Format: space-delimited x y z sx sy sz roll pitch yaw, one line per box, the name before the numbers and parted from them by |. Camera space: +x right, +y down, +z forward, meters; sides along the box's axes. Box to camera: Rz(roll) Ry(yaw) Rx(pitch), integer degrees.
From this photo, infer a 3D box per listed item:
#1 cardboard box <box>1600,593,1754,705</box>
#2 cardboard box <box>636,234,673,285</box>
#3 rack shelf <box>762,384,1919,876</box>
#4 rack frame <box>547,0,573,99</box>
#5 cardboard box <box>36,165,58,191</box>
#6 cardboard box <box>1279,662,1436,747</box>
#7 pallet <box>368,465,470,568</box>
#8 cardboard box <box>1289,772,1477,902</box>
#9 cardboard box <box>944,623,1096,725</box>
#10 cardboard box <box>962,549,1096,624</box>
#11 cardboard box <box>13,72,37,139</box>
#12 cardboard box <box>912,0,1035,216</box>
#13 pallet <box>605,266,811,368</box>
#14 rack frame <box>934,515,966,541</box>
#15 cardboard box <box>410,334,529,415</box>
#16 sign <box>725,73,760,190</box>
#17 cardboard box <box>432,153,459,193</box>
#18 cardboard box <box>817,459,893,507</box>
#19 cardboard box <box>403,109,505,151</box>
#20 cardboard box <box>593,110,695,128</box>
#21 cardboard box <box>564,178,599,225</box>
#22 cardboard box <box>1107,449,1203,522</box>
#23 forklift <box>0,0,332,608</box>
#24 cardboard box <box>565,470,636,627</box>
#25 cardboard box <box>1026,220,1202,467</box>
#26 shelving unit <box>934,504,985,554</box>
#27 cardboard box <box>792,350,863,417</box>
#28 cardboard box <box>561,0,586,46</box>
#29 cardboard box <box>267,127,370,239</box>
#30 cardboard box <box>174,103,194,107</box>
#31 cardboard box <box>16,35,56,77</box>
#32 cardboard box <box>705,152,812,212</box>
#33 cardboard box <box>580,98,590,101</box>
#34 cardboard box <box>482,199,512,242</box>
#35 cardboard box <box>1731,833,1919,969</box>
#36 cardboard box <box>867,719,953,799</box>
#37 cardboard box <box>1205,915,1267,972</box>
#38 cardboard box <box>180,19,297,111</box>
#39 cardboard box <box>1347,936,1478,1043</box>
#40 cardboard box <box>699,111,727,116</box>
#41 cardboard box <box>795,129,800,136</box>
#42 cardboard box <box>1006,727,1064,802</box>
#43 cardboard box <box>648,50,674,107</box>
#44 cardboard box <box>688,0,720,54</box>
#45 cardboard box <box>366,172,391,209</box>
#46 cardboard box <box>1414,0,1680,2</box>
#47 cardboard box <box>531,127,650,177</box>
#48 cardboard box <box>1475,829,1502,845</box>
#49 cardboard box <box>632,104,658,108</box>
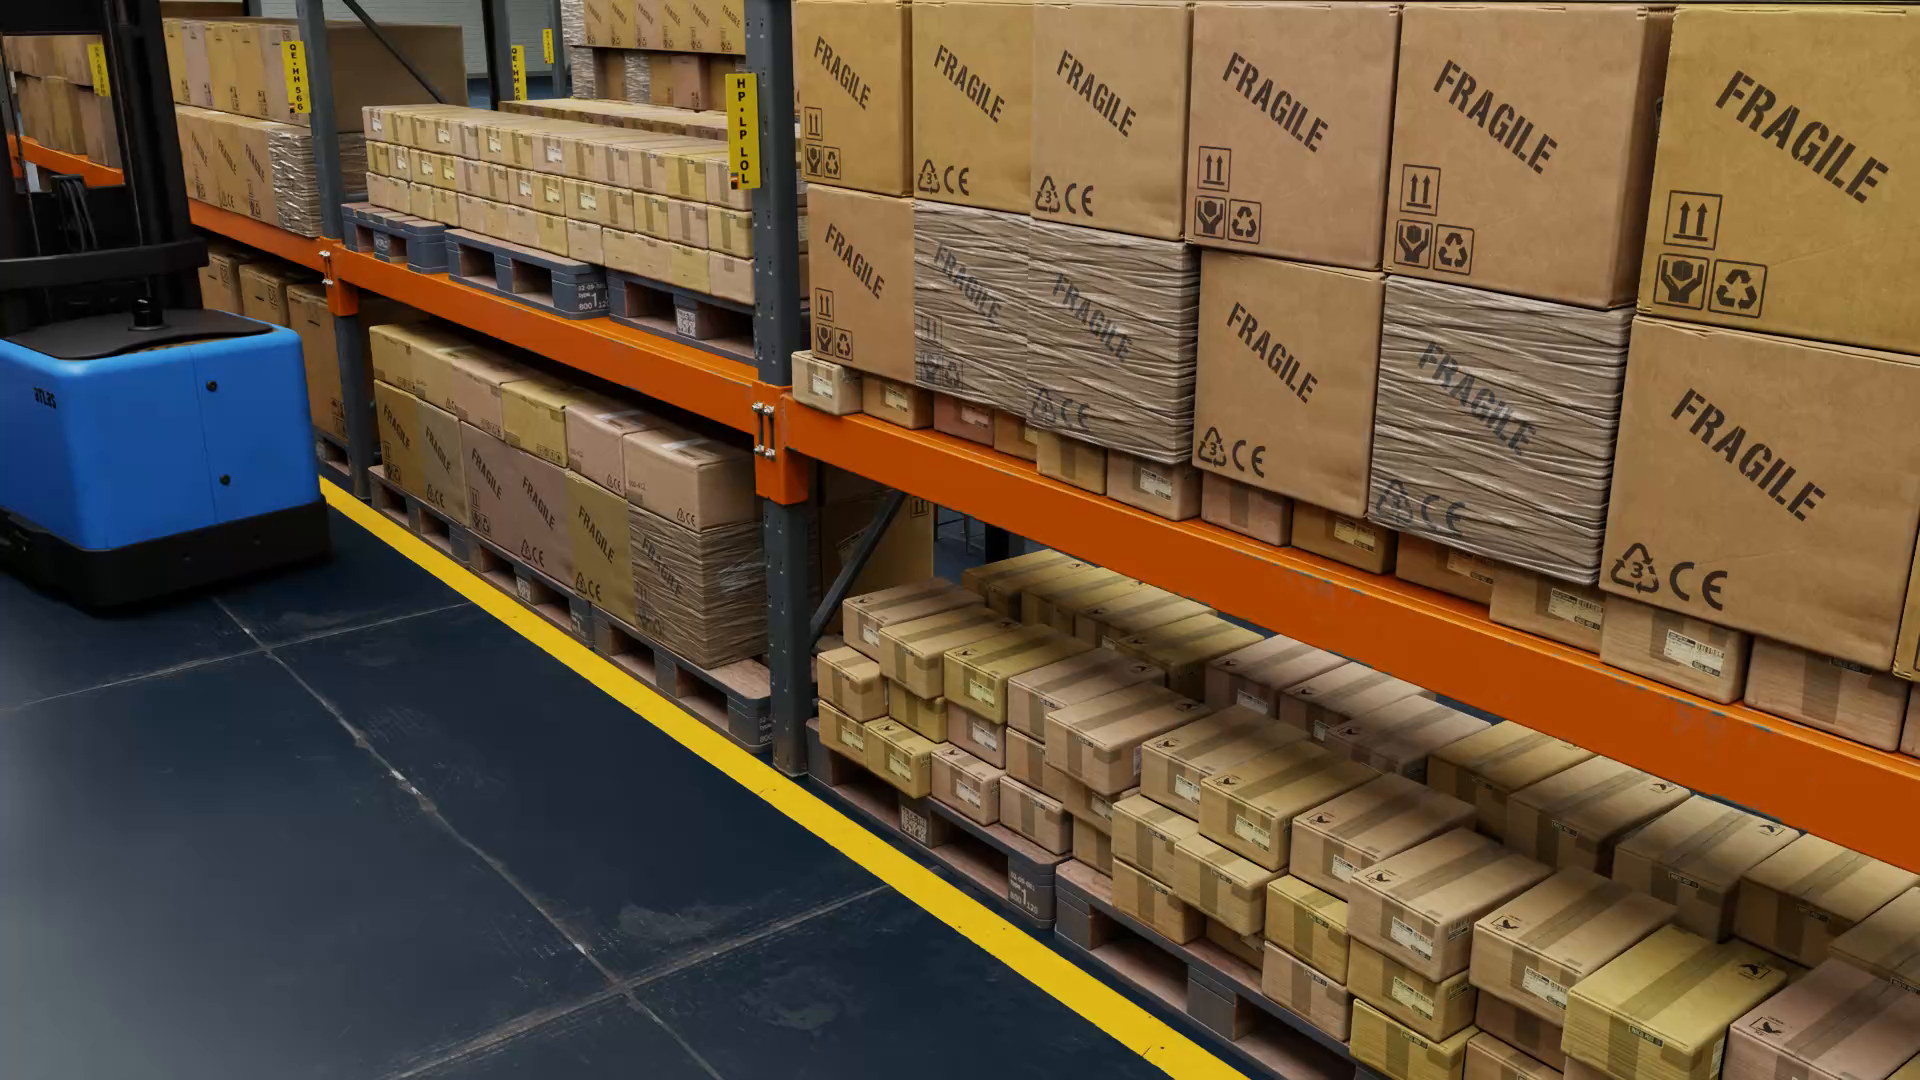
cardboard box | 1.394 0.150 3.037 0.380 0.149 0.250 -13 22 -35
cardboard box | -0.913 -1.009 5.869 0.380 0.149 0.250 -14 23 -36
rack shelf | 1.045 0.090 3.962 1.077 0.370 4.000 -14 23 -36
rack frame | -3.696 -4.644 17.116 1.000 3.000 0.127 -14 23 -36
cardboard box | -7.174 -2.737 14.070 0.875 0.875 0.875 -14 23 -36
cardboard box | 1.096 0.472 4.587 0.380 0.149 0.250 -15 24 -38
pallet | -2.196 -0.213 8.170 1.003 0.211 1.213 -14 23 -36
cardboard box | 0.990 0.702 3.891 0.380 0.149 0.250 -15 23 -38
cardboard box | 0.175 0.385 4.848 0.380 0.149 0.250 -14 23 -37
cardboard box | 0.229 0.165 5.515 0.380 0.149 0.250 -13 22 -35
cardboard box | -7.381 -3.689 13.994 0.875 0.550 0.550 -14 23 -36
cardboard box | 0.227 -1.124 4.262 0.500 0.500 0.500 -15 23 -38
pallet | -0.557 -0.870 6.022 1.003 0.211 1.213 -14 23 -36
rack frame | -0.043 -0.515 7.748 0.200 1.050 0.008 -14 23 -36
cardboard box | -2.127 -0.756 7.490 0.500 0.250 0.500 -14 23 -37
sign | -0.629 -1.184 4.825 0.100 0.325 0.005 -14 23 -36
cardboard box | -2.042 -1.599 7.178 0.380 0.149 0.250 -14 23 -36
cardboard box | -0.448 -0.346 6.252 0.500 0.250 0.500 -15 24 -38
cardboard box | -2.227 -1.813 7.352 0.380 0.149 0.250 -14 23 -36
cardboard box | -1.386 -1.808 7.337 0.380 0.149 0.250 -14 23 -36
cardboard box | -1.248 -1.282 6.221 0.380 0.149 0.250 -15 24 -39
cardboard box | 0.579 -0.176 4.022 0.380 0.149 0.250 -13 22 -34
forklift | -4.268 -1.479 7.666 3.031 2.935 1.130 16 24 40
cardboard box | -1.172 -0.016 6.448 0.500 0.500 0.500 -15 23 -37
cardboard box | 0.511 -0.510 3.998 0.500 0.500 0.500 -15 23 -37
shelving unit | 0.033 -0.485 7.658 0.215 1.050 0.252 -14 23 -36
cardboard box | -0.277 -0.491 4.973 0.380 0.149 0.250 -13 22 -34
cardboard box | -3.568 -5.119 16.326 0.500 0.500 0.500 -14 23 -36
cardboard box | -3.170 -1.836 8.475 0.500 0.500 0.500 -14 23 -36
cardboard box | -4.734 -2.456 10.350 0.500 0.500 0.500 -14 23 -36
cardboard box | -6.792 -3.904 12.923 0.875 0.550 0.550 -14 23 -36
cardboard box | -0.599 -1.167 5.401 0.380 0.149 0.250 -13 22 -34
cardboard box | -3.566 -4.343 16.605 0.380 0.149 0.250 -14 23 -36
cardboard box | -1.736 -1.334 6.850 0.380 0.149 0.250 -14 23 -35
cardboard box | 1.907 0.786 3.637 0.380 0.149 0.250 -14 23 -36
cardboard box | -0.057 0.628 5.061 0.380 0.149 0.250 -13 22 -35
cardboard box | 0.838 0.924 4.167 0.380 0.149 0.250 -13 22 -35
cardboard box | -4.216 -2.865 9.994 0.700 0.500 0.500 -14 23 -36
cardboard box | 1.080 0.927 3.684 0.380 0.149 0.250 -14 23 -35
cardboard box | -2.075 -3.711 14.699 0.380 0.149 0.250 -14 23 -36
cardboard box | -0.568 -1.486 6.365 0.380 0.149 0.250 -14 23 -37
cardboard box | 0.350 0.586 4.716 0.380 0.149 0.250 -15 24 -39
cardboard box | -2.394 -4.335 15.550 0.875 0.500 0.500 -14 23 -36
cardboard box | -2.019 -4.502 14.463 0.500 0.500 0.500 -14 23 -36
cardboard box | -2.560 -1.660 7.835 0.380 0.149 0.250 -14 23 -37
cardboard box | 1.274 -0.965 3.781 0.500 0.500 0.500 -15 23 -38
cardboard box | -1.407 -1.489 6.371 0.380 0.149 0.250 -15 24 -39
cardboard box | 1.302 0.764 4.178 0.380 0.149 0.250 -13 22 -33
cardboard box | -2.851 -4.019 15.629 0.380 0.149 0.250 -14 23 -36
